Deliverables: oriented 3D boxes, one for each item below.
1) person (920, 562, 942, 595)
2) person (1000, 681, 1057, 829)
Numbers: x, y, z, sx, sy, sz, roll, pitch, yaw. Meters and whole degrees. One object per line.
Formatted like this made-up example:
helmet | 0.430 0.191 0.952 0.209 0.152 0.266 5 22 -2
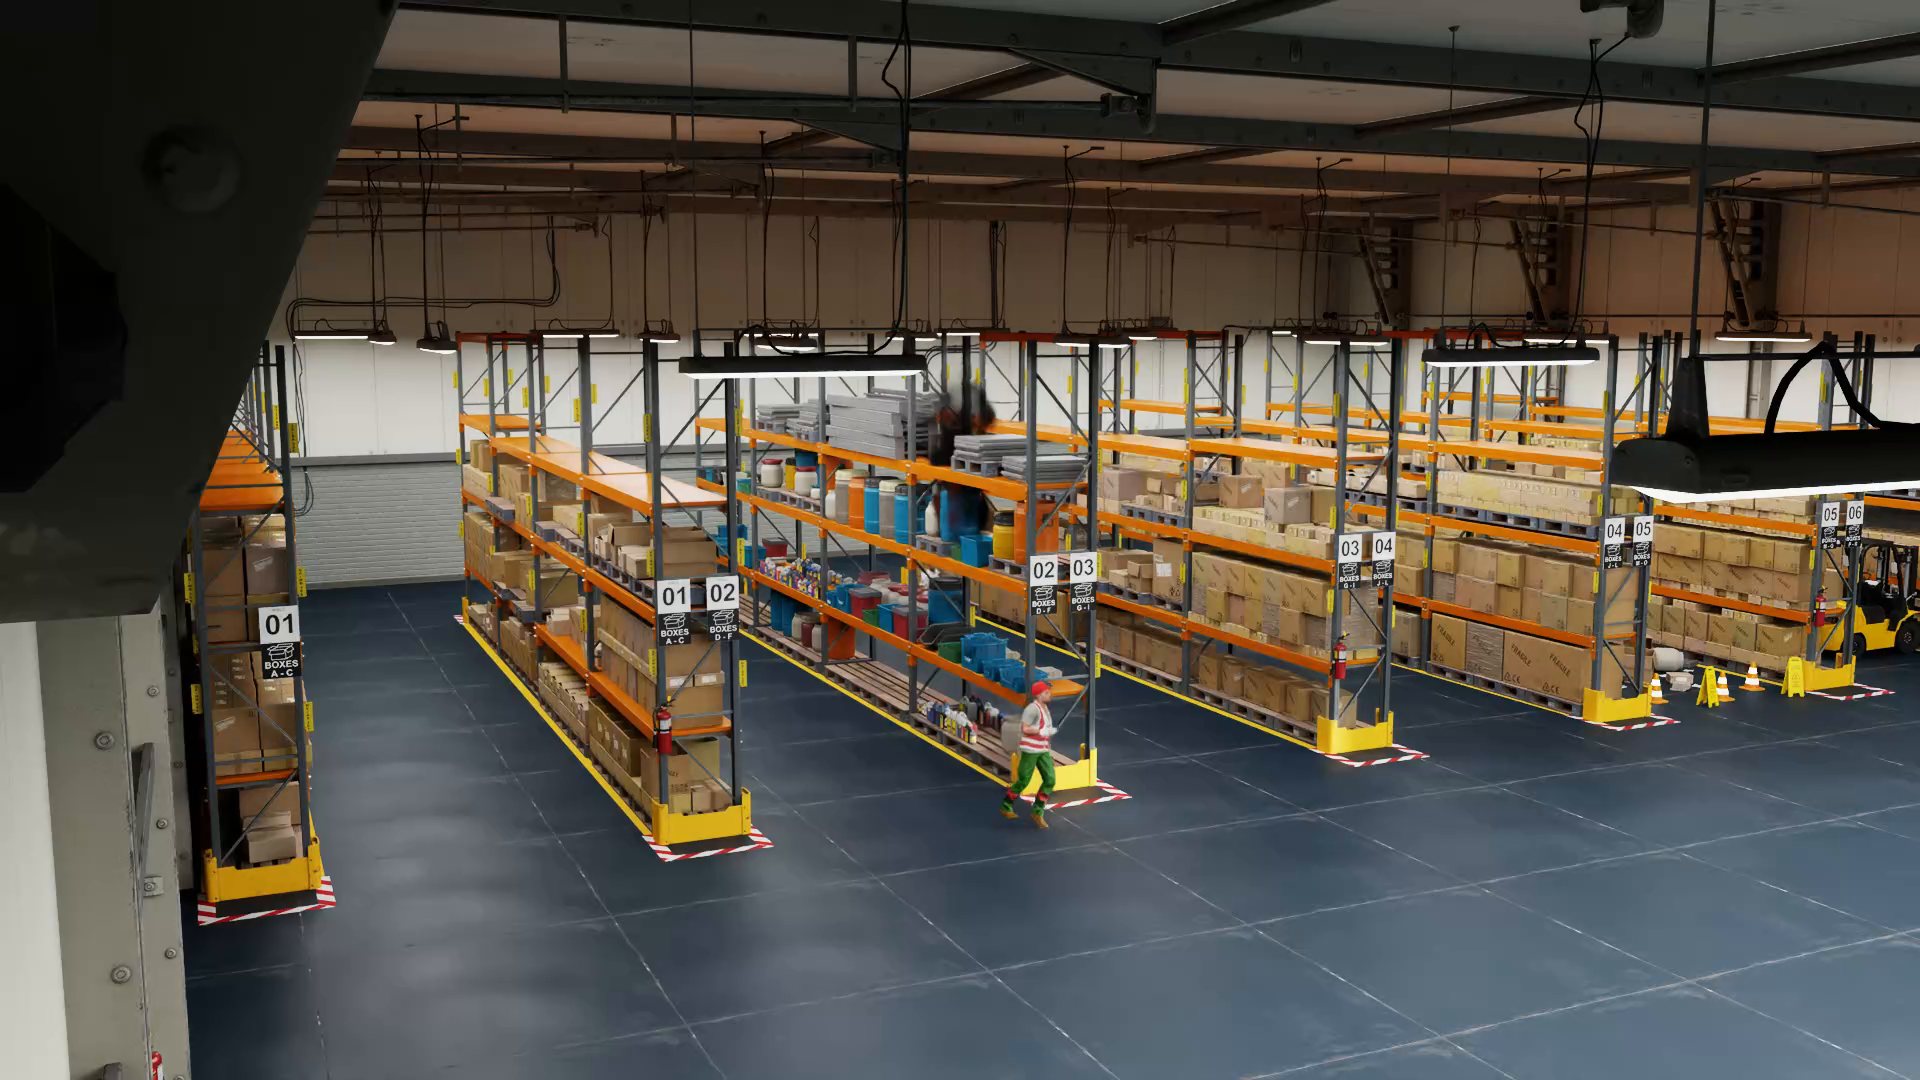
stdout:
person | -0.545 1.157 32.131 0.581 1.699 0.920 -6 10 -38
person | 0.948 2.663 20.834 0.732 1.798 0.660 6 10 37
